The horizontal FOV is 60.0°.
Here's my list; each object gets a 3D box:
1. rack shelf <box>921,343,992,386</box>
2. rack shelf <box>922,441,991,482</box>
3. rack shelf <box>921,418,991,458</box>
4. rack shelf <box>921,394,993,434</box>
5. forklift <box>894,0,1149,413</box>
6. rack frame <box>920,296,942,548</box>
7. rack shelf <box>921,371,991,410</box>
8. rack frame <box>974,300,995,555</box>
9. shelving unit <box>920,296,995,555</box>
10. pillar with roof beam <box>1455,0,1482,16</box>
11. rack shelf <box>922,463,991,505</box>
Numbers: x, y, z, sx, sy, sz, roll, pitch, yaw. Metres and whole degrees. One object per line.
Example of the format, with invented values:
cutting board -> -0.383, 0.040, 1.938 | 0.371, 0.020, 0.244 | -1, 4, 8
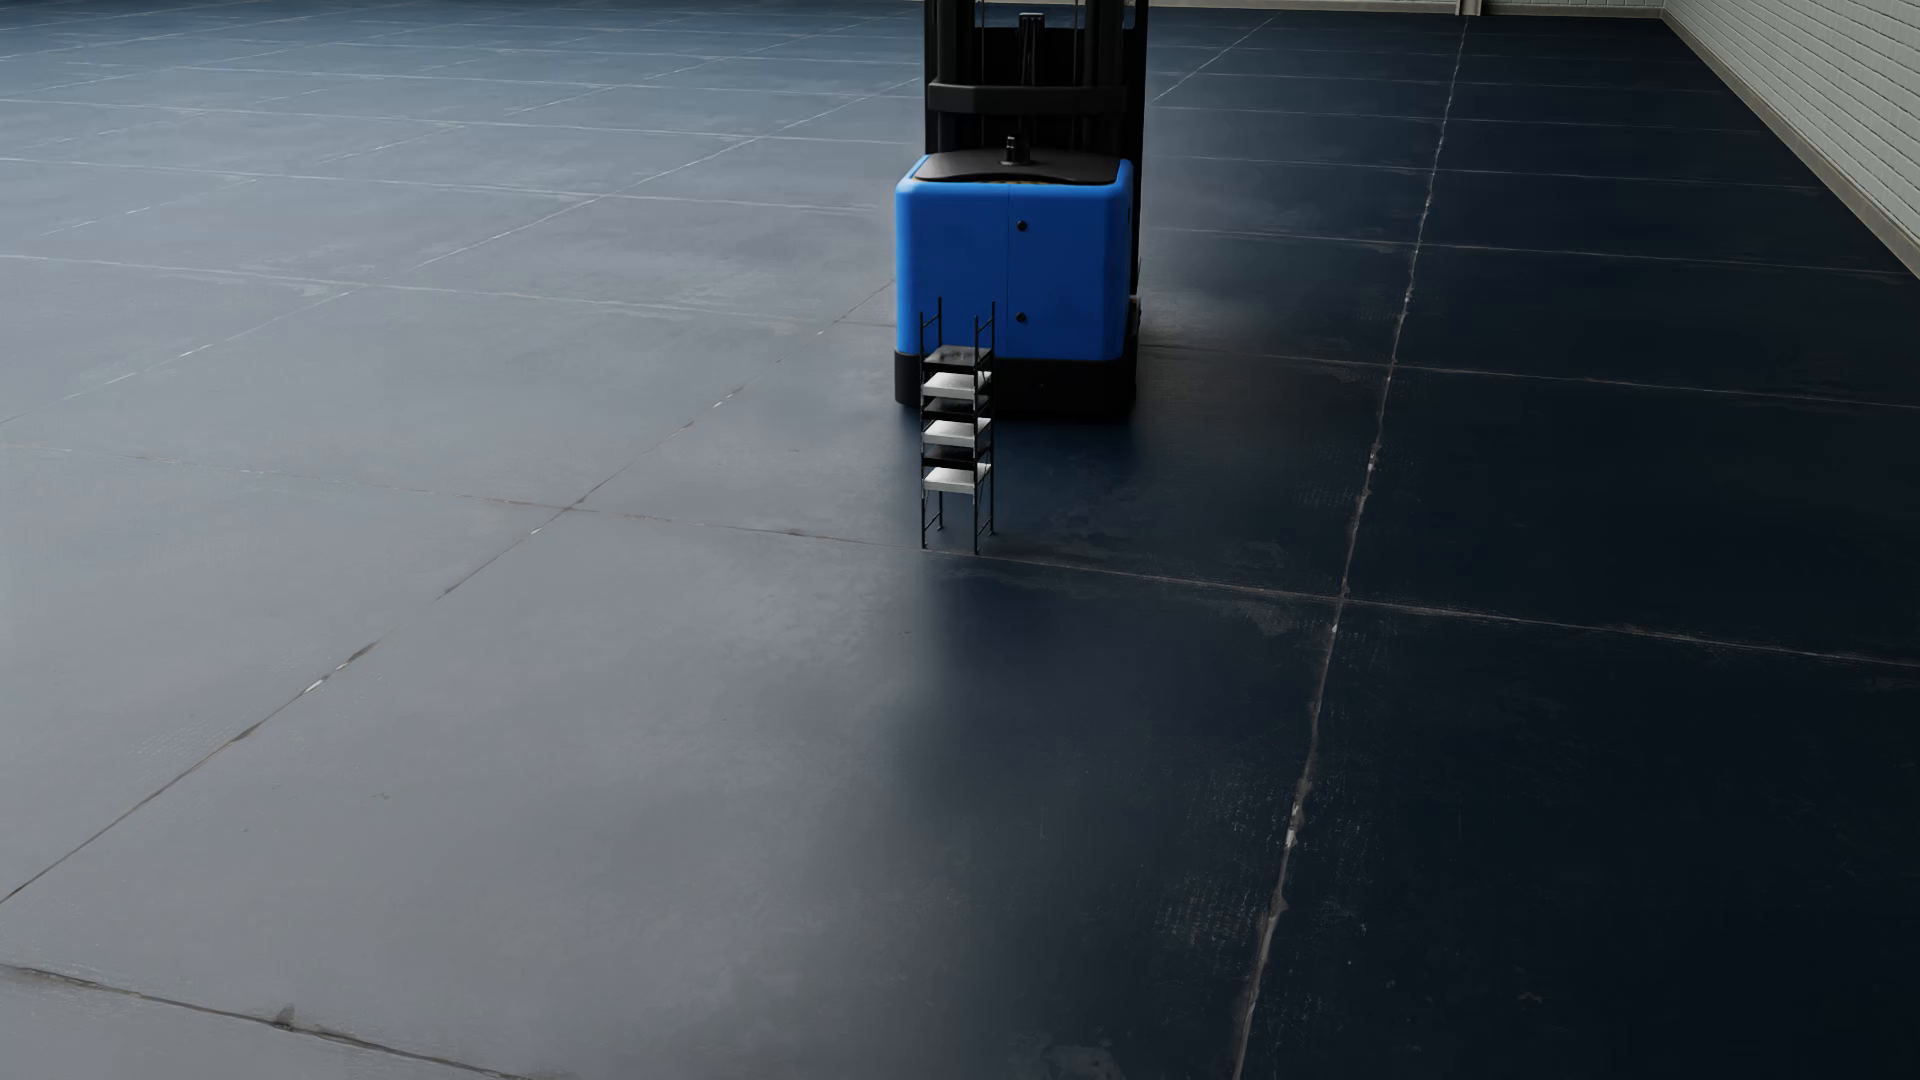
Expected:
rack shelf -> -0.008, -0.636, 6.012 | 0.200, 0.077, 0.258 | 7, 23, 16
rack shelf -> -0.008, -0.303, 6.148 | 0.200, 0.077, 0.258 | 7, 23, 16
rack shelf -> -0.008, -0.386, 6.114 | 0.200, 0.077, 0.258 | 7, 23, 16
rack shelf -> -0.008, -0.470, 6.080 | 0.200, 0.077, 0.258 | 7, 23, 16
forklift -> 0.400, -2.448, 8.376 | 1.130, 2.935, 3.031 | 3, 22, 7
rack frame -> -0.105, -0.428, 6.129 | 0.006, 0.900, 0.240 | 7, 23, 16
rack shelf -> -0.008, -0.553, 6.046 | 0.200, 0.077, 0.258 | 7, 23, 16
rack frame -> 0.090, -0.406, 6.074 | 0.006, 0.900, 0.240 | 7, 23, 16
shelving unit -> -0.008, -0.417, 6.101 | 0.210, 0.900, 0.258 | 7, 23, 16
pillar with roof beam -> 7.102, -11.229, 21.788 | 0.400, 9.000, 9.100 | 7, 23, 16
rack shelf -> -0.008, -0.220, 6.182 | 0.200, 0.077, 0.258 | 7, 23, 16
